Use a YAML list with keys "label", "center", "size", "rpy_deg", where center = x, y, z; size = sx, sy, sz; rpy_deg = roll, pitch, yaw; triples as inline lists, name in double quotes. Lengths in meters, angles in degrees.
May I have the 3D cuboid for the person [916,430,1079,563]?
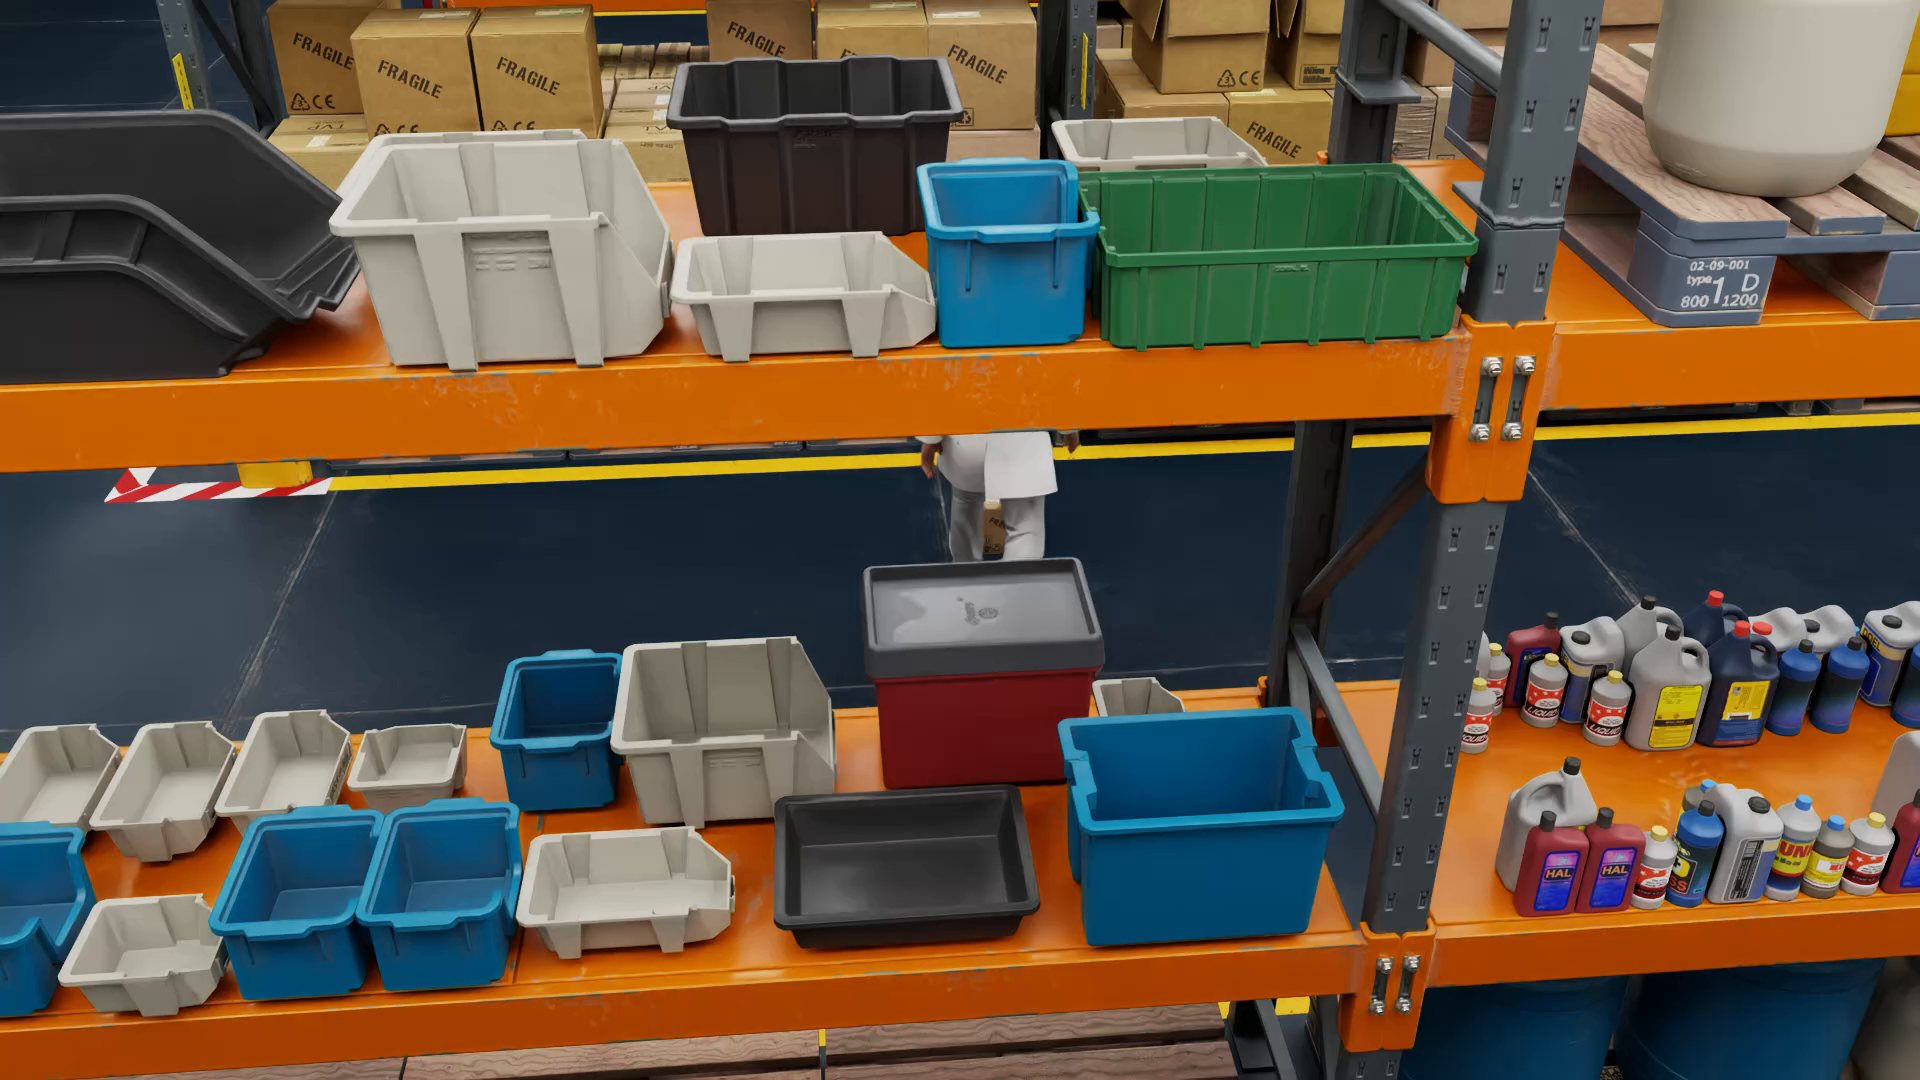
- label: "person"
  center: [0.188, -0.438, 6.893]
  size: [0.704, 1.744, 0.998]
  rpy_deg: [7, 31, 11]
